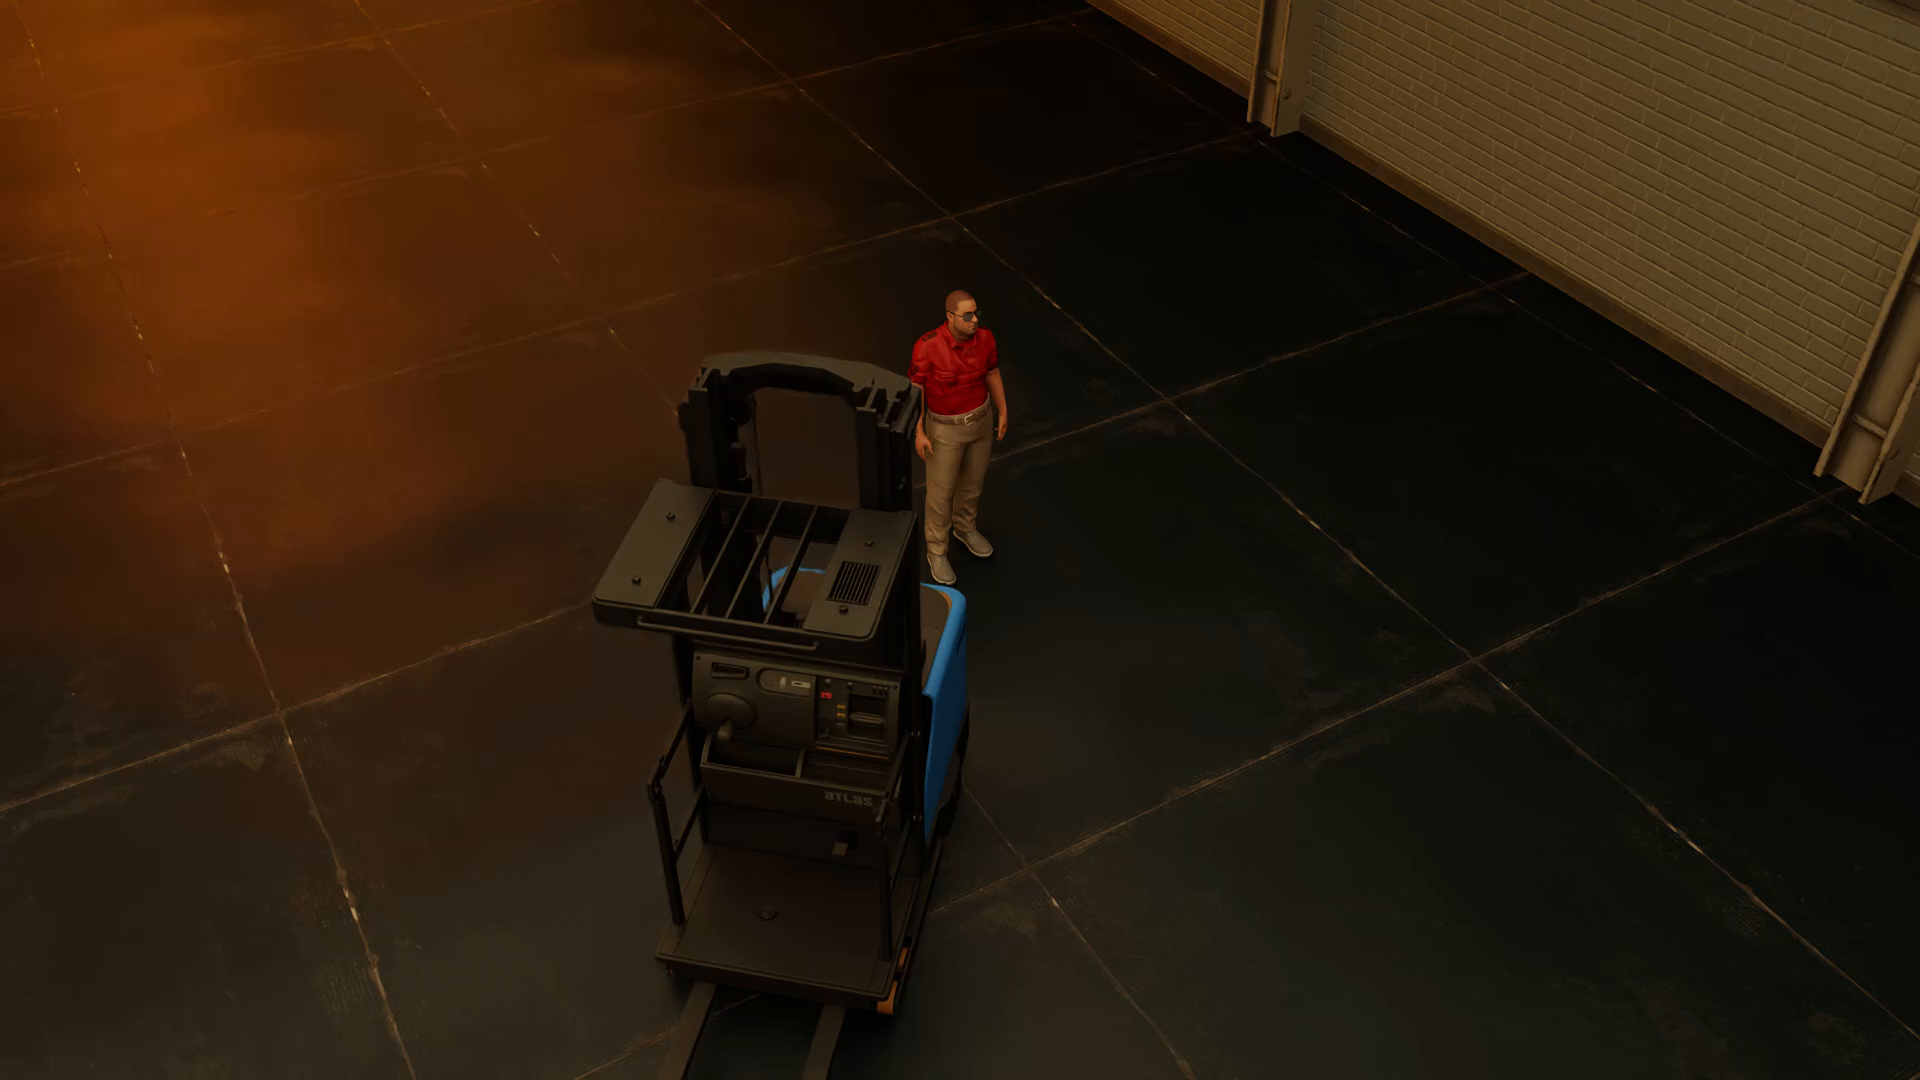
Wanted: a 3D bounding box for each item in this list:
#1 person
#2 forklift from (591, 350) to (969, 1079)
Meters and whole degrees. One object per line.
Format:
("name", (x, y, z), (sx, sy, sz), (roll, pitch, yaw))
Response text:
("person", (0.034, -0.617, 9.711), (0.640, 1.727, 0.551), (-20, 44, -23))
("forklift", (-0.756, 0.800, 7.072), (1.130, 2.935, 3.031), (8, 40, 9))
